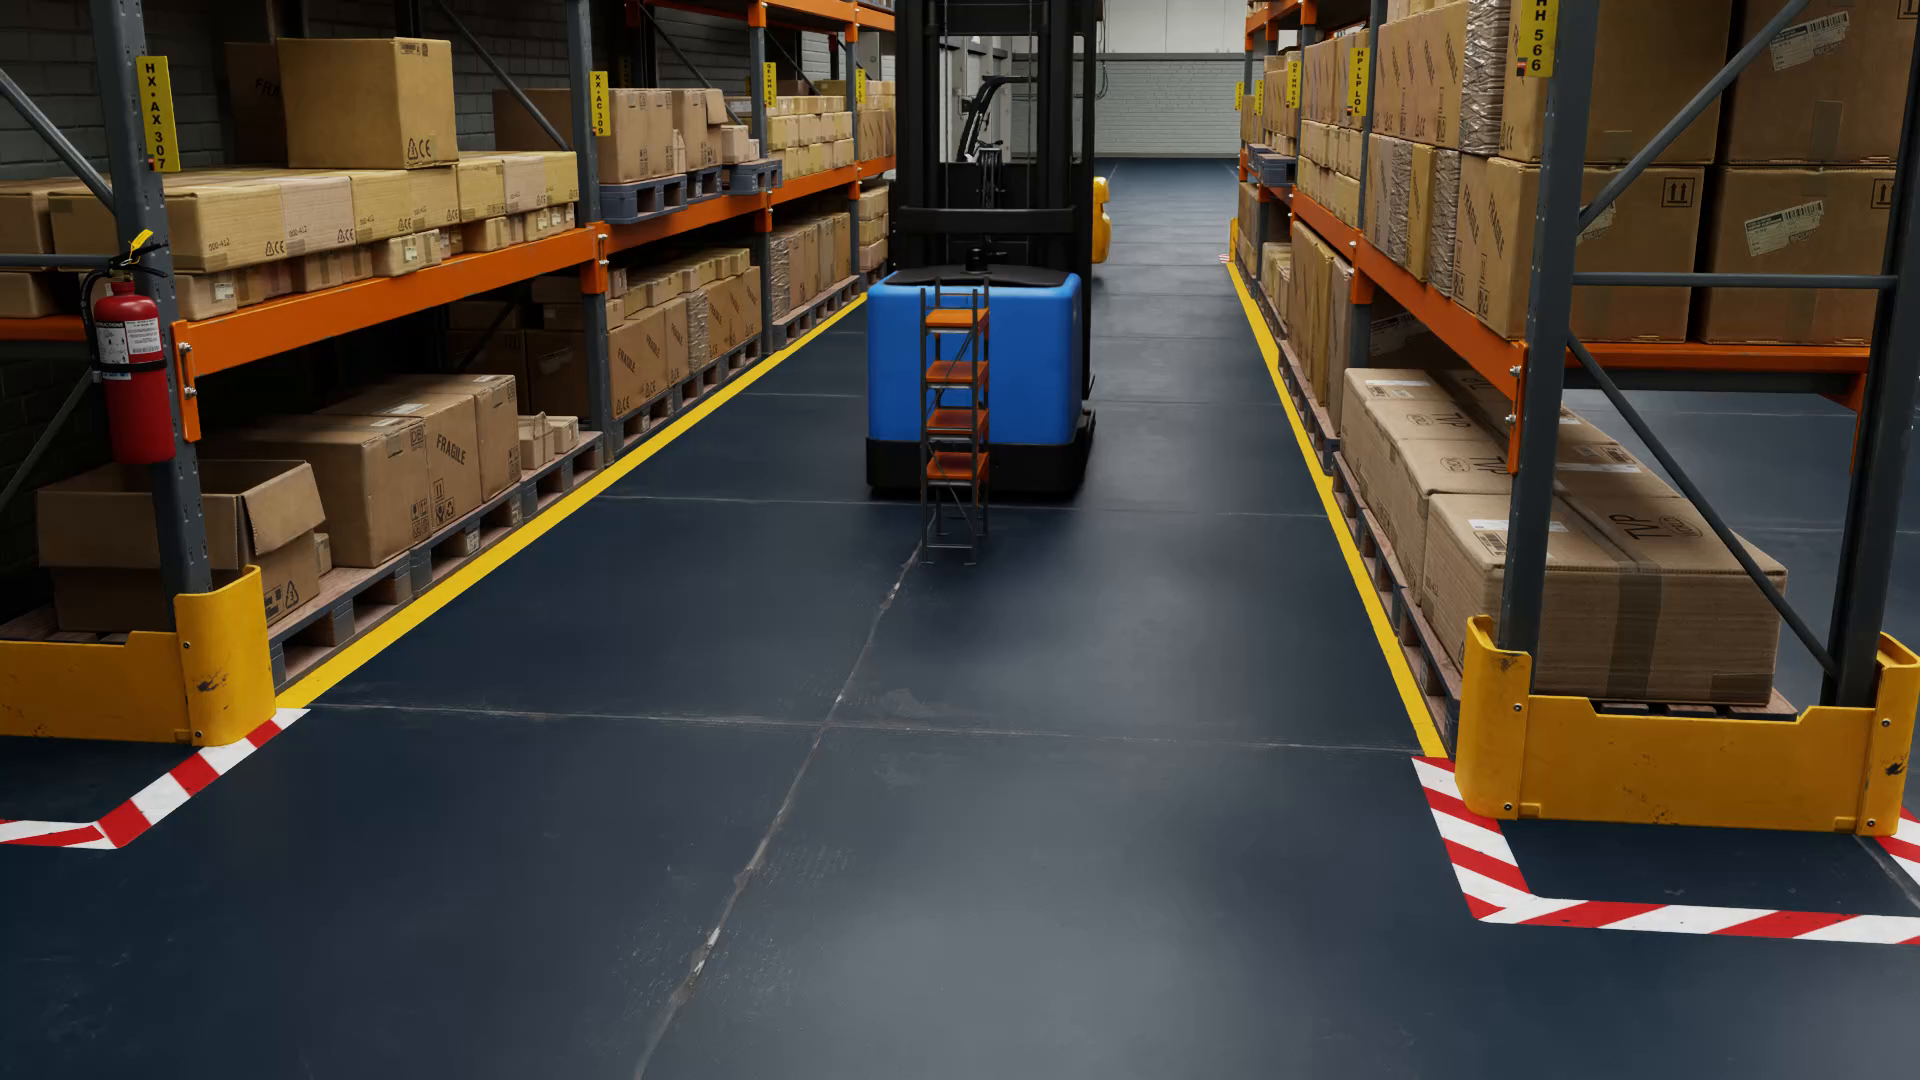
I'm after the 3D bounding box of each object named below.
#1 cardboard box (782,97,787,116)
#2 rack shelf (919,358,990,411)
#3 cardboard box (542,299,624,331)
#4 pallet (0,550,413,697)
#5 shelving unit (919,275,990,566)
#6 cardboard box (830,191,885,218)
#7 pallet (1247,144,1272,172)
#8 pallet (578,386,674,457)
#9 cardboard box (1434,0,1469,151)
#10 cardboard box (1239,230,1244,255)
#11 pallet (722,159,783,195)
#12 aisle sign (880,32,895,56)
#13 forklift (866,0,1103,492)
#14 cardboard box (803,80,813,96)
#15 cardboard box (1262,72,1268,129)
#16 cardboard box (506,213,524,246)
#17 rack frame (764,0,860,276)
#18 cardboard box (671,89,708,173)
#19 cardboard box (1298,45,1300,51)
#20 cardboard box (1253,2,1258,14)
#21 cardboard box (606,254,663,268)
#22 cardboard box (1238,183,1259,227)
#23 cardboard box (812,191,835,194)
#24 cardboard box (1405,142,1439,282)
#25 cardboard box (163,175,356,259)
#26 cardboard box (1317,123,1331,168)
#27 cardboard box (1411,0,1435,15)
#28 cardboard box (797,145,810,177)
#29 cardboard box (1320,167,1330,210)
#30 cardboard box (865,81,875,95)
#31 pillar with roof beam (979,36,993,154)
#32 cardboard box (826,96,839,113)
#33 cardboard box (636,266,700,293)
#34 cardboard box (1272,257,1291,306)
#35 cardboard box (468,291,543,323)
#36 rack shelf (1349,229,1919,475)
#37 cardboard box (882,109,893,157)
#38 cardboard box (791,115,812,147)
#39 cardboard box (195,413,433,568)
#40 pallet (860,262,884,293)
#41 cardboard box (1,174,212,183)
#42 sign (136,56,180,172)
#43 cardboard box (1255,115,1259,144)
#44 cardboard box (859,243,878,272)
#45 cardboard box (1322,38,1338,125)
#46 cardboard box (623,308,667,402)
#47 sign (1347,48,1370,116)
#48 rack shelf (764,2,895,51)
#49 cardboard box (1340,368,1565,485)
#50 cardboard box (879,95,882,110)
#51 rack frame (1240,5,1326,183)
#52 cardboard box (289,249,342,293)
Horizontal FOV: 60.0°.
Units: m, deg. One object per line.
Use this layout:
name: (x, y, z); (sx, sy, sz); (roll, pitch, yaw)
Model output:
cardboard box: (-1.609, -3.482, 13.359); (0.380, 0.149, 0.250); (2, 15, 8)
rack shelf: (-0.019, -0.687, 7.306); (0.258, 0.148, 0.480); (2, 15, 6)
cardboard box: (-2.117, -1.267, 9.343); (0.380, 0.149, 0.250); (2, 15, 9)
pallet: (-2.775, 0.285, 6.206); (1.003, 0.211, 1.213); (2, 15, 6)
shelving unit: (-0.019, -0.536, 7.347); (0.258, 1.200, 0.503); (2, 15, 6)
cardboard box: (-1.085, -3.554, 17.607); (0.500, 0.250, 0.500); (2, 15, 6)
pallet: (3.183, -3.516, 15.285); (1.003, 0.211, 1.213); (2, 15, 6)
pallet: (-2.367, -0.738, 9.989); (1.003, 0.211, 1.213); (2, 15, 6)
cardboard box: (1.966, -1.617, 5.790); (0.500, 0.500, 0.500); (2, 15, 6)
cardboard box: (3.434, -3.382, 18.885); (0.500, 0.250, 0.500); (2, 15, 8)
pallet: (-1.977, -2.640, 12.045); (1.213, 0.211, 1.003); (2, 15, 6)
aisle sign: (-0.768, -6.248, 20.042); (0.394, 0.787, 0.004); (2, 15, 6)
forklift: (0.222, -1.988, 9.400); (1.130, 2.935, 3.031); (2, 15, 7)
cardboard box: (-1.713, -4.608, 16.953); (0.380, 0.149, 0.250); (1, 15, 5)
cardboard box: (3.076, -4.084, 15.452); (0.500, 0.500, 0.500); (2, 15, 8)
cardboard box: (-2.276, -1.458, 7.787); (0.380, 0.149, 0.250); (2, 15, 8)
rack frame: (-1.519, -3.947, 16.514); (1.000, 3.000, 0.127); (2, 15, 6)
cardboard box: (-1.998, -2.580, 10.462); (0.700, 0.500, 0.500); (2, 15, 6)
cardboard box: (3.758, -4.716, 16.680); (0.700, 0.500, 0.500); (2, 15, 7)
cardboard box: (3.363, -5.755, 17.932); (0.380, 0.149, 0.250); (2, 15, 7)
cardboard box: (-2.344, -1.958, 11.899); (0.380, 0.149, 0.250); (2, 15, 7)
cardboard box: (3.497, -3.870, 19.253); (0.500, 0.500, 0.500); (1, 15, 4)
cardboard box: (-1.613, -3.571, 17.668); (0.500, 0.250, 0.500); (1, 15, 5)
cardboard box: (2.016, -1.269, 6.416); (0.500, 0.500, 0.500); (2, 15, 8)
cardboard box: (-2.497, -1.147, 5.874); (0.500, 0.250, 0.500); (2, 15, 7)
cardboard box: (2.462, -2.415, 10.178); (0.500, 0.250, 0.500); (2, 15, 7)
cardboard box: (2.070, -2.232, 6.820); (0.380, 0.149, 0.250); (1, 15, 5)
cardboard box: (-1.564, -3.210, 14.073); (0.500, 0.250, 0.500); (1, 15, 4)
cardboard box: (2.500, -2.175, 10.247); (0.500, 0.250, 0.500); (2, 15, 6)
cardboard box: (-1.097, -4.727, 17.393); (0.380, 0.149, 0.250); (2, 15, 8)
pillar with roof beam: (4.944, -13.825, 41.549); (9.100, 9.000, 0.400); (2, 15, 6)
cardboard box: (-1.326, -4.012, 15.319); (0.380, 0.149, 0.250); (1, 15, 5)
cardboard box: (-1.952, -1.741, 11.094); (0.380, 0.149, 0.250); (1, 15, 4)
cardboard box: (3.203, -2.233, 14.405); (0.950, 0.372, 0.625); (2, 15, 8)
cardboard box: (-2.642, -1.354, 9.665); (0.380, 0.149, 0.250); (2, 15, 6)
rack shelf: (2.285, -0.861, 6.479); (1.077, 0.370, 4.000); (2, 15, 6)
cardboard box: (-1.033, -4.500, 18.365); (0.500, 0.500, 0.500); (2, 15, 7)
cardboard box: (-1.543, -3.452, 14.011); (0.500, 0.250, 0.500); (1, 15, 5)
cardboard box: (-2.574, -0.208, 6.667); (0.700, 0.500, 0.500); (2, 15, 9)
pallet: (-1.387, -2.806, 17.636); (1.003, 0.211, 1.213); (2, 15, 6)
cardboard box: (-3.025, -1.167, 5.949); (0.500, 0.250, 0.500); (2, 15, 6)
sign: (-2.334, -1.237, 4.832); (0.100, 0.325, 0.005); (2, 15, 6)
cardboard box: (3.268, -4.250, 16.873); (0.500, 0.500, 0.500); (2, 15, 8)
cardboard box: (-1.135, -2.939, 17.246); (0.500, 0.250, 0.500); (2, 15, 7)
cardboard box: (2.483, -2.782, 10.095); (0.500, 0.500, 0.500); (2, 15, 7)
cardboard box: (-2.093, -1.126, 10.063); (0.500, 0.500, 0.500); (1, 15, 6)
sign: (1.971, -2.261, 8.213); (0.100, 0.325, 0.005); (2, 15, 6)
rack shelf: (-1.293, -5.567, 18.135); (1.077, 0.370, 4.000); (2, 15, 6)
cardboard box: (2.334, -0.534, 7.993); (0.875, 0.438, 0.875); (1, 15, 5)
cardboard box: (-1.048, -4.715, 17.918); (0.380, 0.149, 0.250); (1, 15, 4)
rack frame: (3.865, -4.840, 19.814); (1.000, 3.000, 0.127); (2, 15, 6)
cardboard box: (-2.496, -0.991, 6.063); (0.380, 0.149, 0.250); (2, 15, 8)
